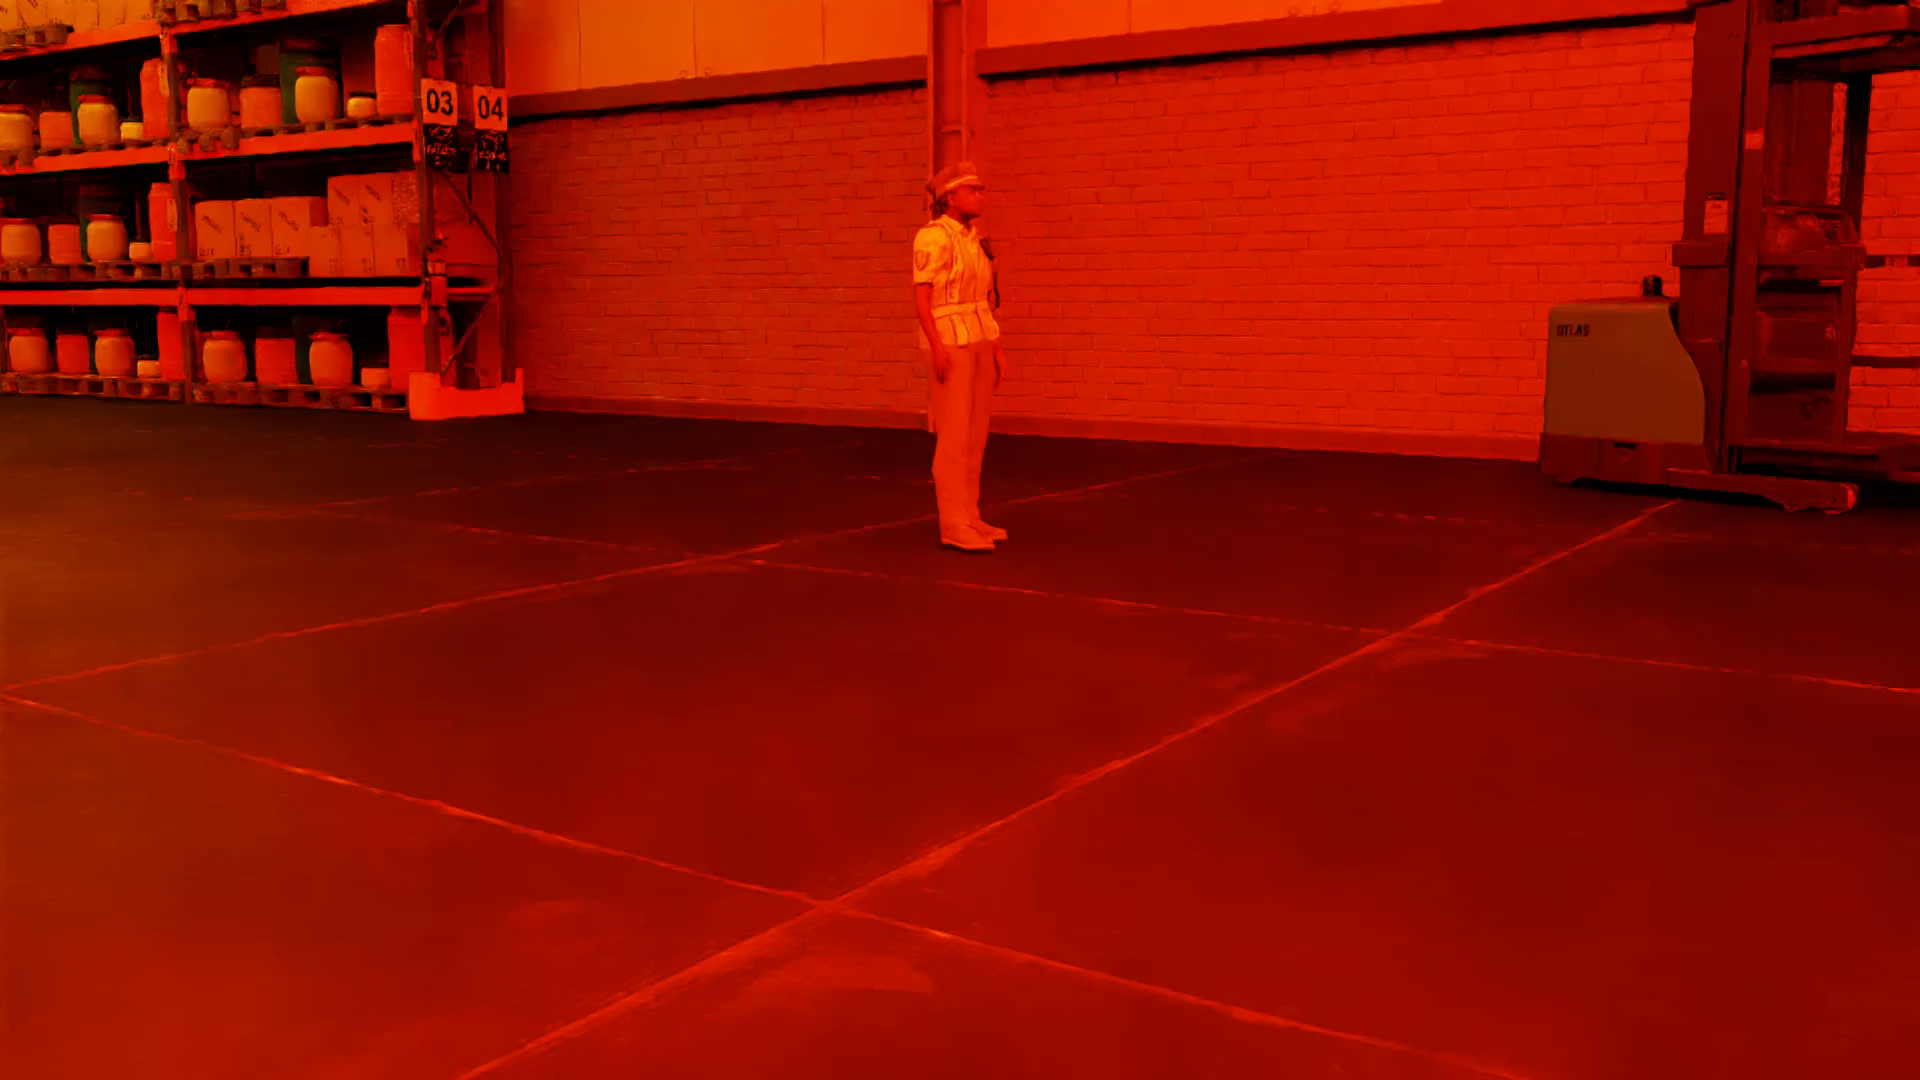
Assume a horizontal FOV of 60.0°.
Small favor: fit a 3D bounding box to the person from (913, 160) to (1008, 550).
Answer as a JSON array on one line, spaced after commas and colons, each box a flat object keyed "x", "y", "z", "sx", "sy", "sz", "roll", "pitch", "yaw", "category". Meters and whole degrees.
[{"x": 0.051, "y": -0.838, "z": 7.426, "sx": 0.529, "sy": 1.695, "sz": 0.570, "roll": 5, "pitch": 10, "yaw": 34, "category": "person"}]

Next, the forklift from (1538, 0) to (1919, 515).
[{"x": 4.724, "y": -1.655, "z": 8.834, "sx": 1.130, "sy": 2.935, "sz": 3.031, "roll": -6, "pitch": 10, "yaw": -36, "category": "forklift"}]
